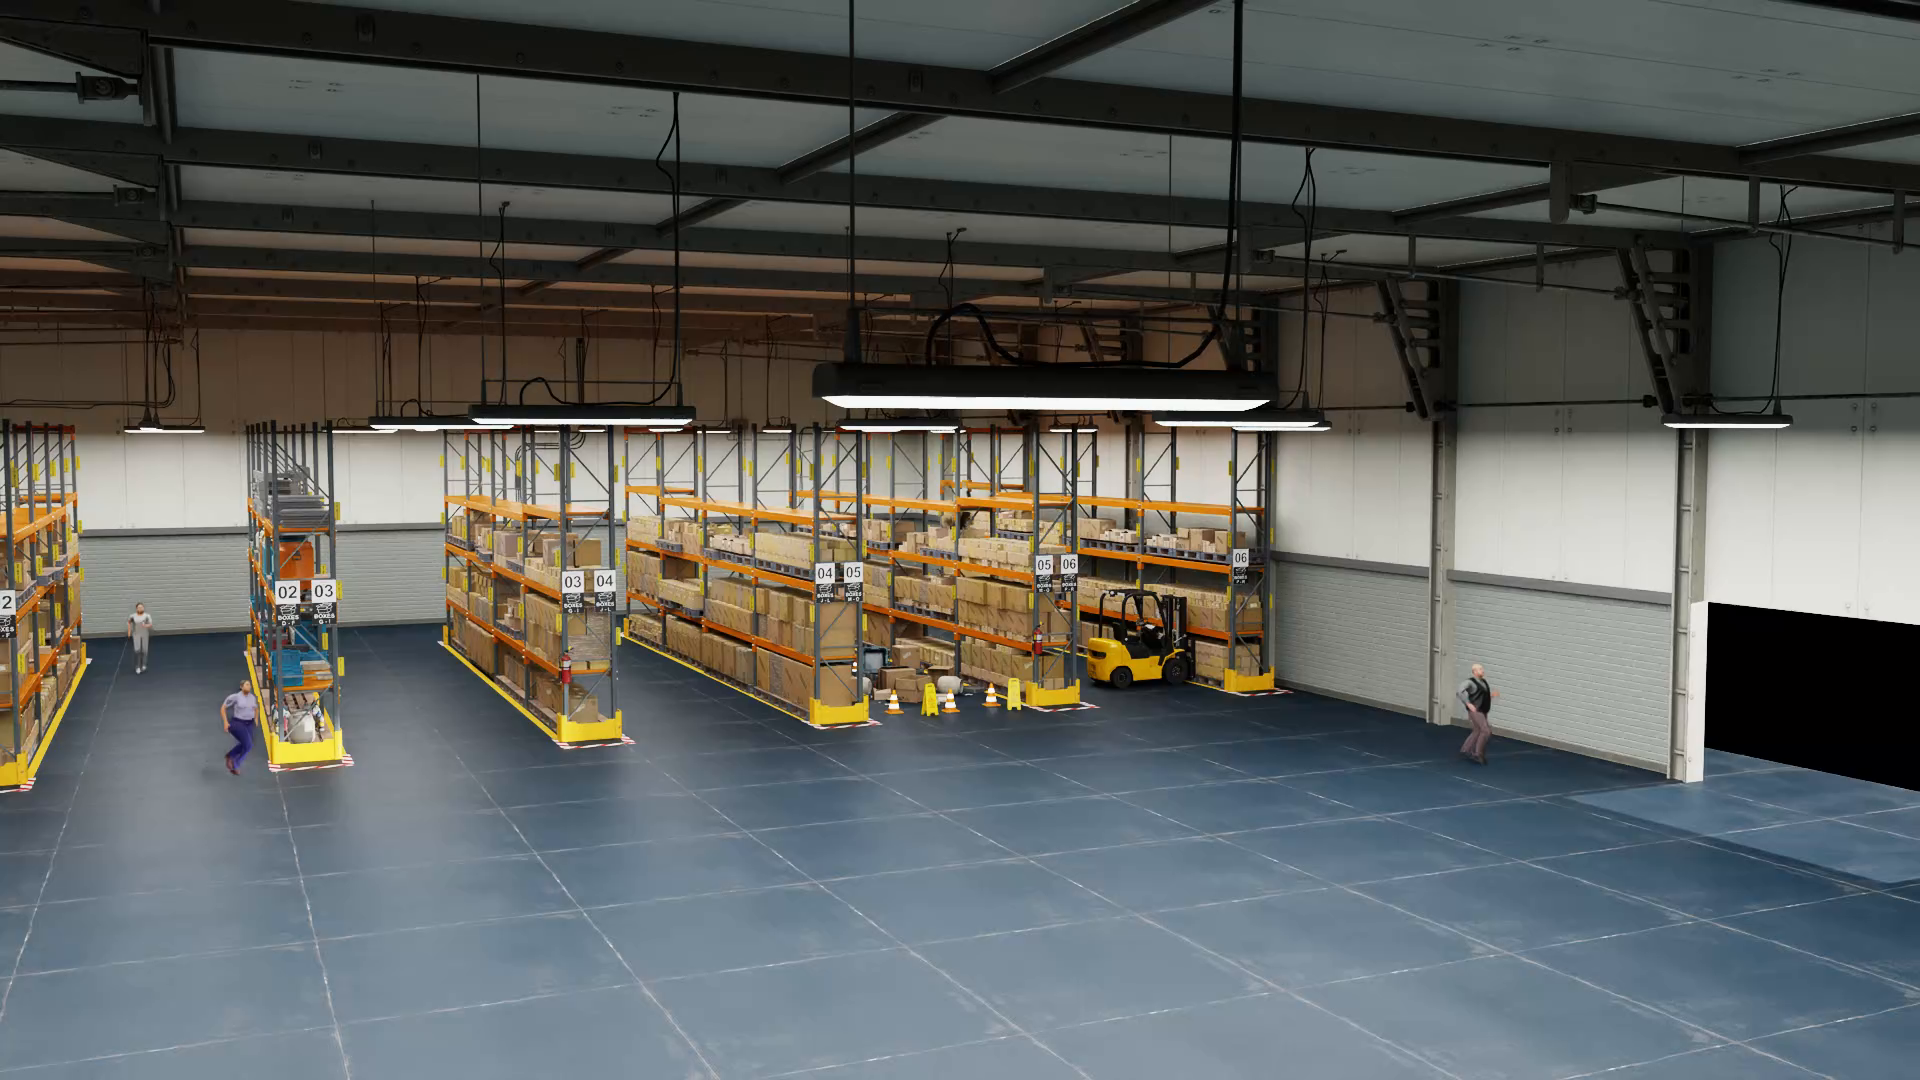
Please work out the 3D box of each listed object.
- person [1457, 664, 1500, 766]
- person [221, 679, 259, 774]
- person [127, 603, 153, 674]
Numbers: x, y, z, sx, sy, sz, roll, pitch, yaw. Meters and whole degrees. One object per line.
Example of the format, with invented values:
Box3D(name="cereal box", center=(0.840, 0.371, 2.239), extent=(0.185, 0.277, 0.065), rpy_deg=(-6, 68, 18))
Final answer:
Box3D(name="person", center=(9.065, 3.053, 29.053), extent=(0.715, 1.773, 0.637), rpy_deg=(3, 5, 43))
Box3D(name="person", center=(-12.141, 3.168, 28.256), extent=(0.539, 1.576, 0.637), rpy_deg=(2, 4, 28))
Box3D(name="person", center=(-19.839, 2.376, 40.249), extent=(0.535, 1.715, 0.738), rpy_deg=(-2, 4, -31))
